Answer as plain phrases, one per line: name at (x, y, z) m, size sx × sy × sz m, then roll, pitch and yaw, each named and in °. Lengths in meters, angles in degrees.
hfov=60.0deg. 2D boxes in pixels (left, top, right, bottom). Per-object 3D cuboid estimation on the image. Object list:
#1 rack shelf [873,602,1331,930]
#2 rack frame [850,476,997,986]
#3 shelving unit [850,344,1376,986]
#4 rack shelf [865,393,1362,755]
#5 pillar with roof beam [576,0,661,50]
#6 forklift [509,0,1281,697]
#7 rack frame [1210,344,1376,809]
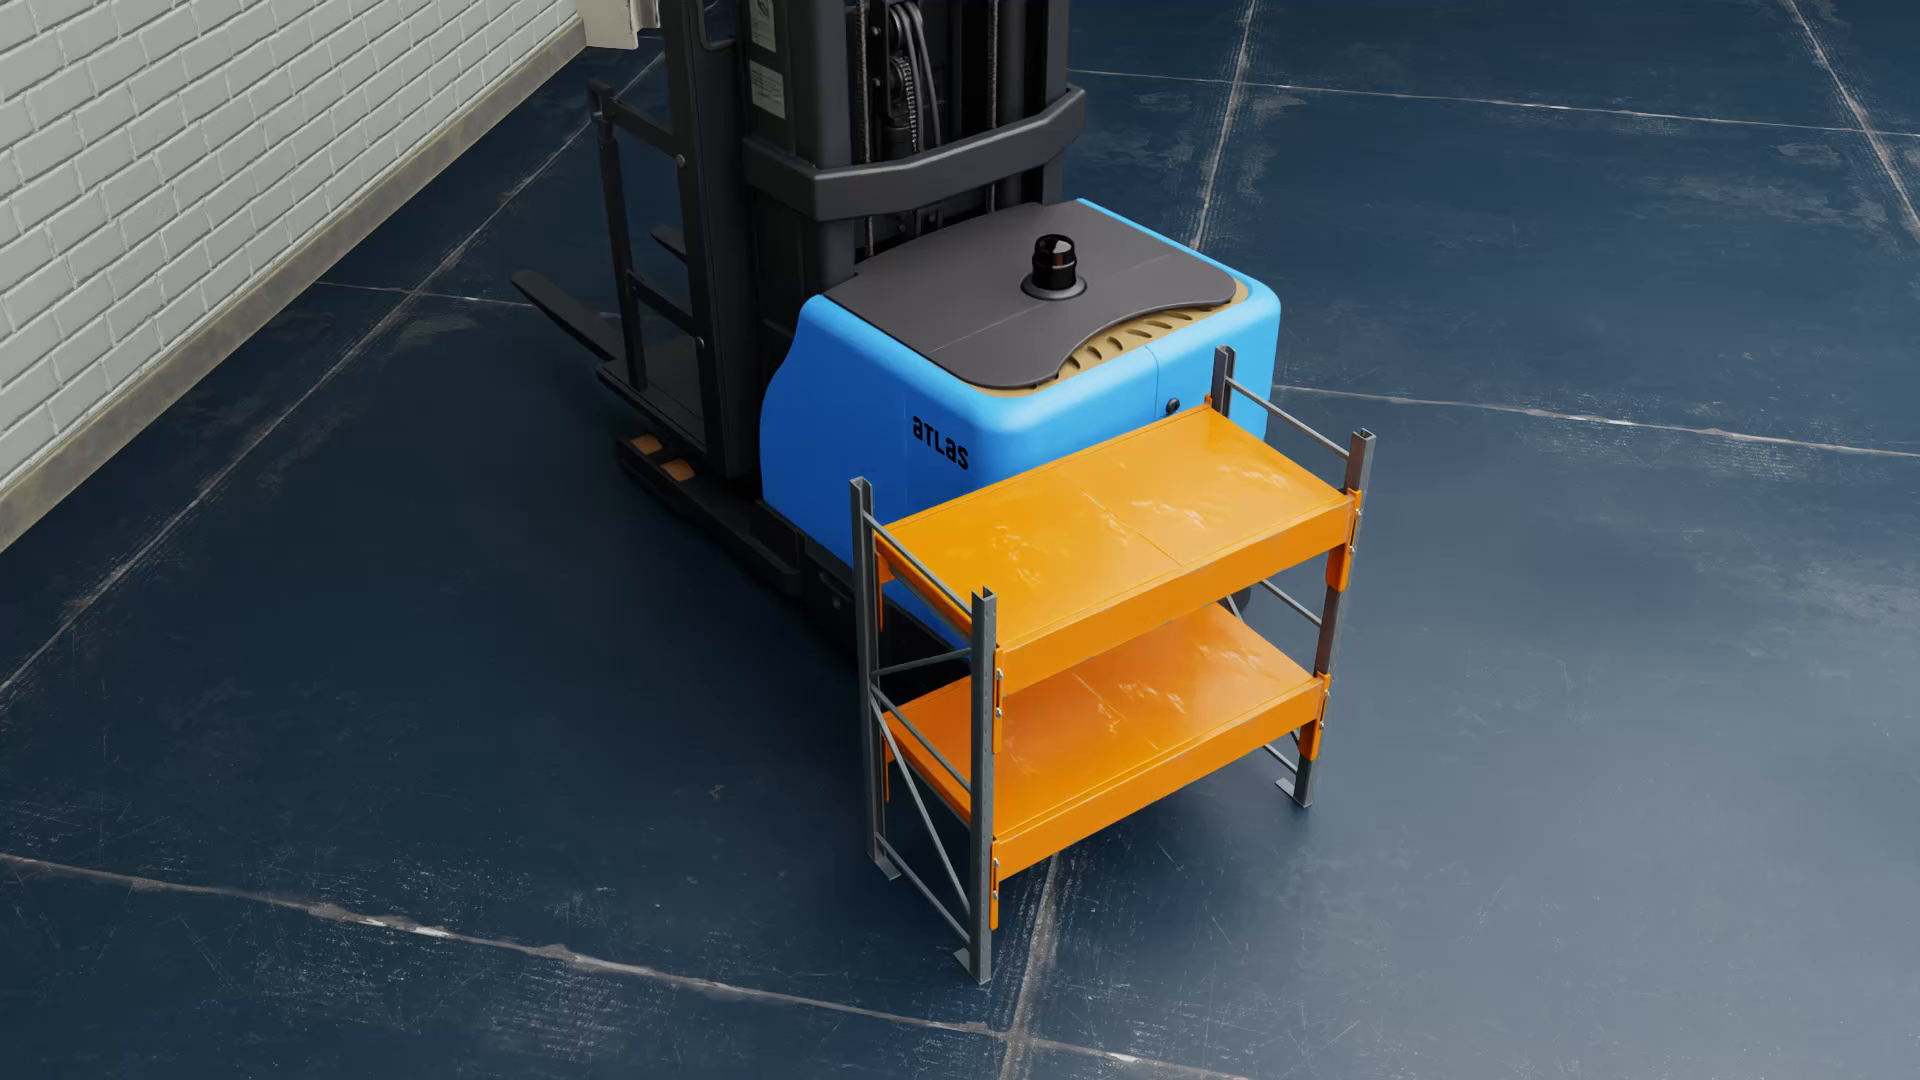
rack shelf at (0.340, 0.477, 4.050) m, size 1.000 × 0.278 × 0.538 m, roll -22°, pitch 41°, yaw -27°
rack frame at (-0.081, 0.446, 3.676) m, size 0.032 × 1.125 × 0.500 m, roll -22°, pitch 41°, yaw -27°
shelving unit at (0.340, 0.279, 3.907) m, size 1.048 × 1.125 × 0.538 m, roll -22°, pitch 41°, yaw -27°
rack shelf at (0.340, 0.042, 3.735) m, size 1.000 × 0.278 × 0.538 m, roll -22°, pitch 41°, yaw -27°
pillar with roof beam at (2.366, -5.847, 5.650) m, size 9.100 × 9.000 × 0.400 m, roll 7°, pitch 37°, yaw 10°
forklift at (-0.473, -1.448, 4.750) m, size 1.130 × 2.935 × 3.031 m, roll -26°, pitch 43°, yaw -31°
rack frame at (0.761, 0.112, 4.137) m, size 0.032 × 1.125 × 0.500 m, roll -22°, pitch 41°, yaw -27°
